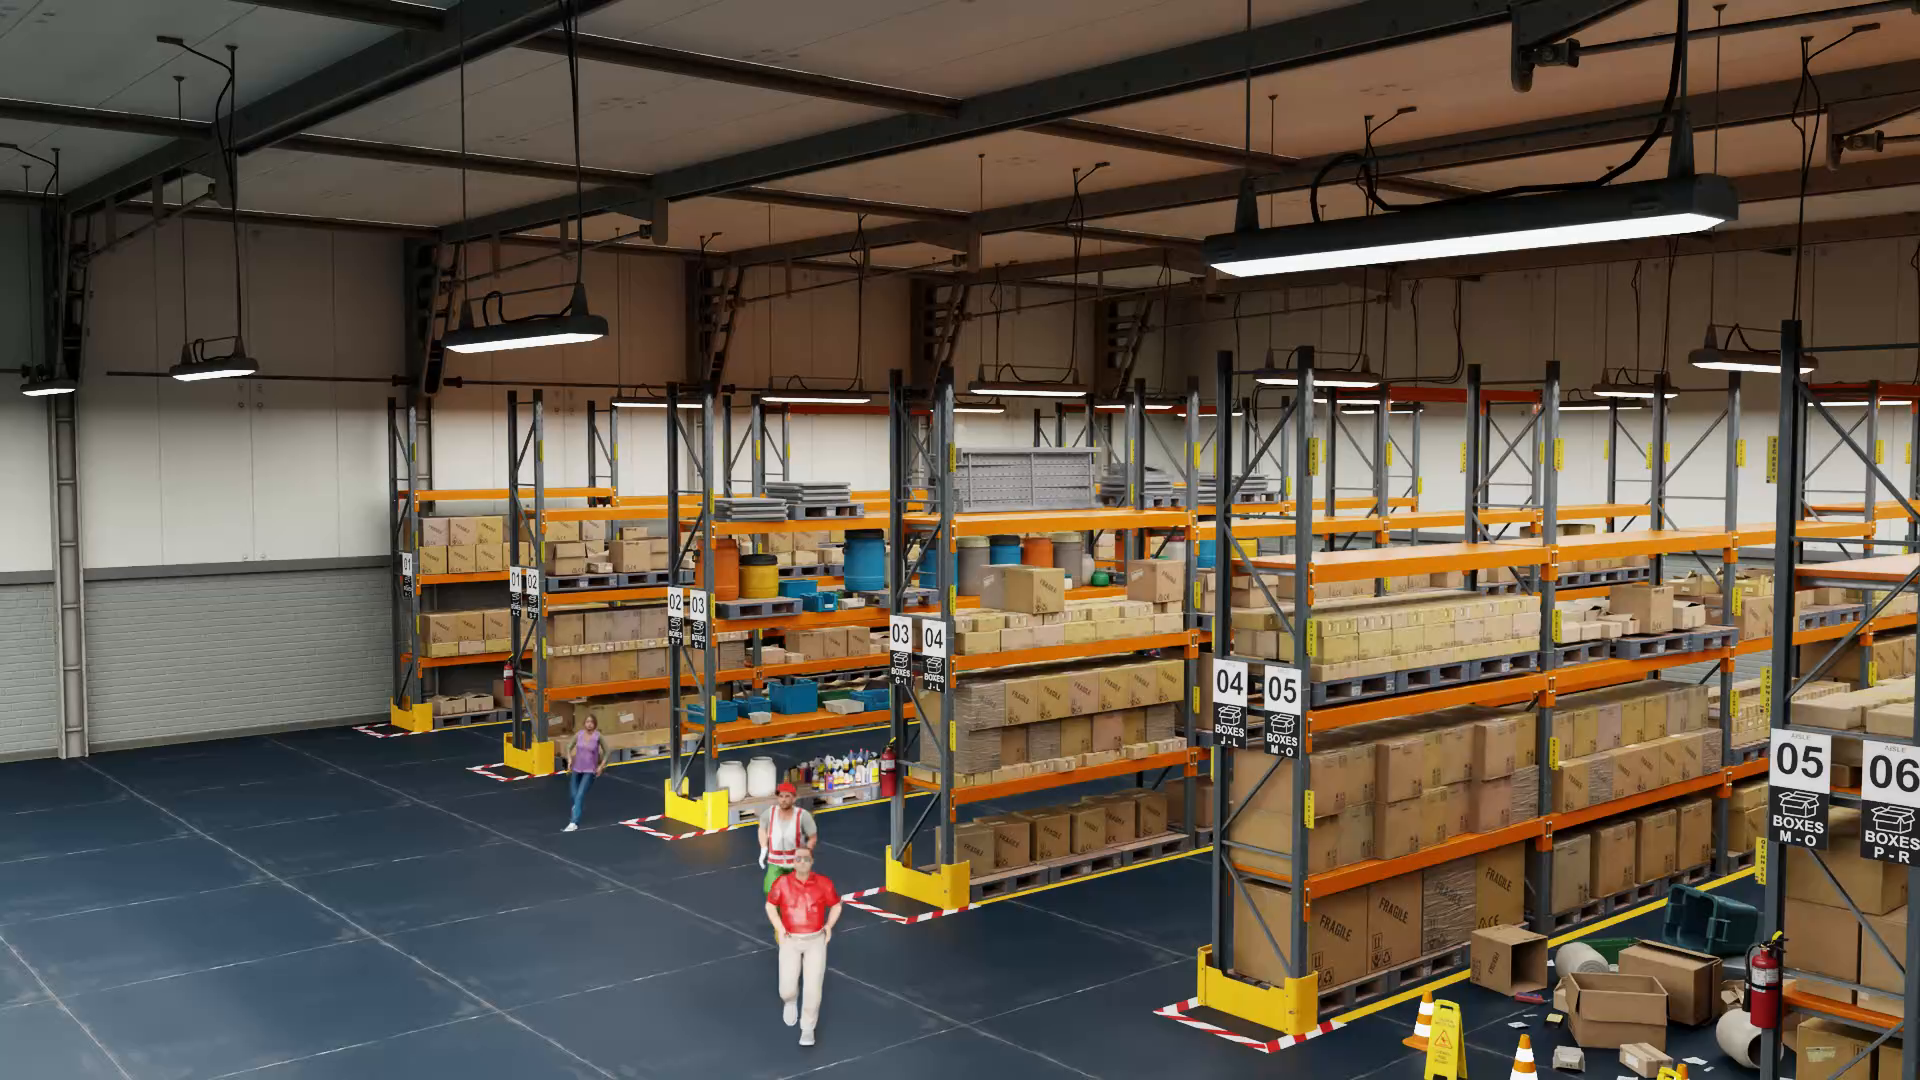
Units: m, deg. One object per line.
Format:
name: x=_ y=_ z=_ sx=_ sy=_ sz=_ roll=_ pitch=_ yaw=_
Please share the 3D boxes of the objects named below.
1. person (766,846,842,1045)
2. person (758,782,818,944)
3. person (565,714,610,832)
person: x=-1.352 y=3.482 z=14.396 sx=0.661 sy=1.673 sz=0.627 roll=0 pitch=3 yaw=-5
person: x=-1.771 y=3.311 z=16.950 sx=0.629 sy=1.722 sz=0.692 roll=0 pitch=3 yaw=2
person: x=-5.000 y=3.113 z=22.305 sx=0.598 sy=1.517 sz=0.670 roll=0 pitch=3 yaw=2
